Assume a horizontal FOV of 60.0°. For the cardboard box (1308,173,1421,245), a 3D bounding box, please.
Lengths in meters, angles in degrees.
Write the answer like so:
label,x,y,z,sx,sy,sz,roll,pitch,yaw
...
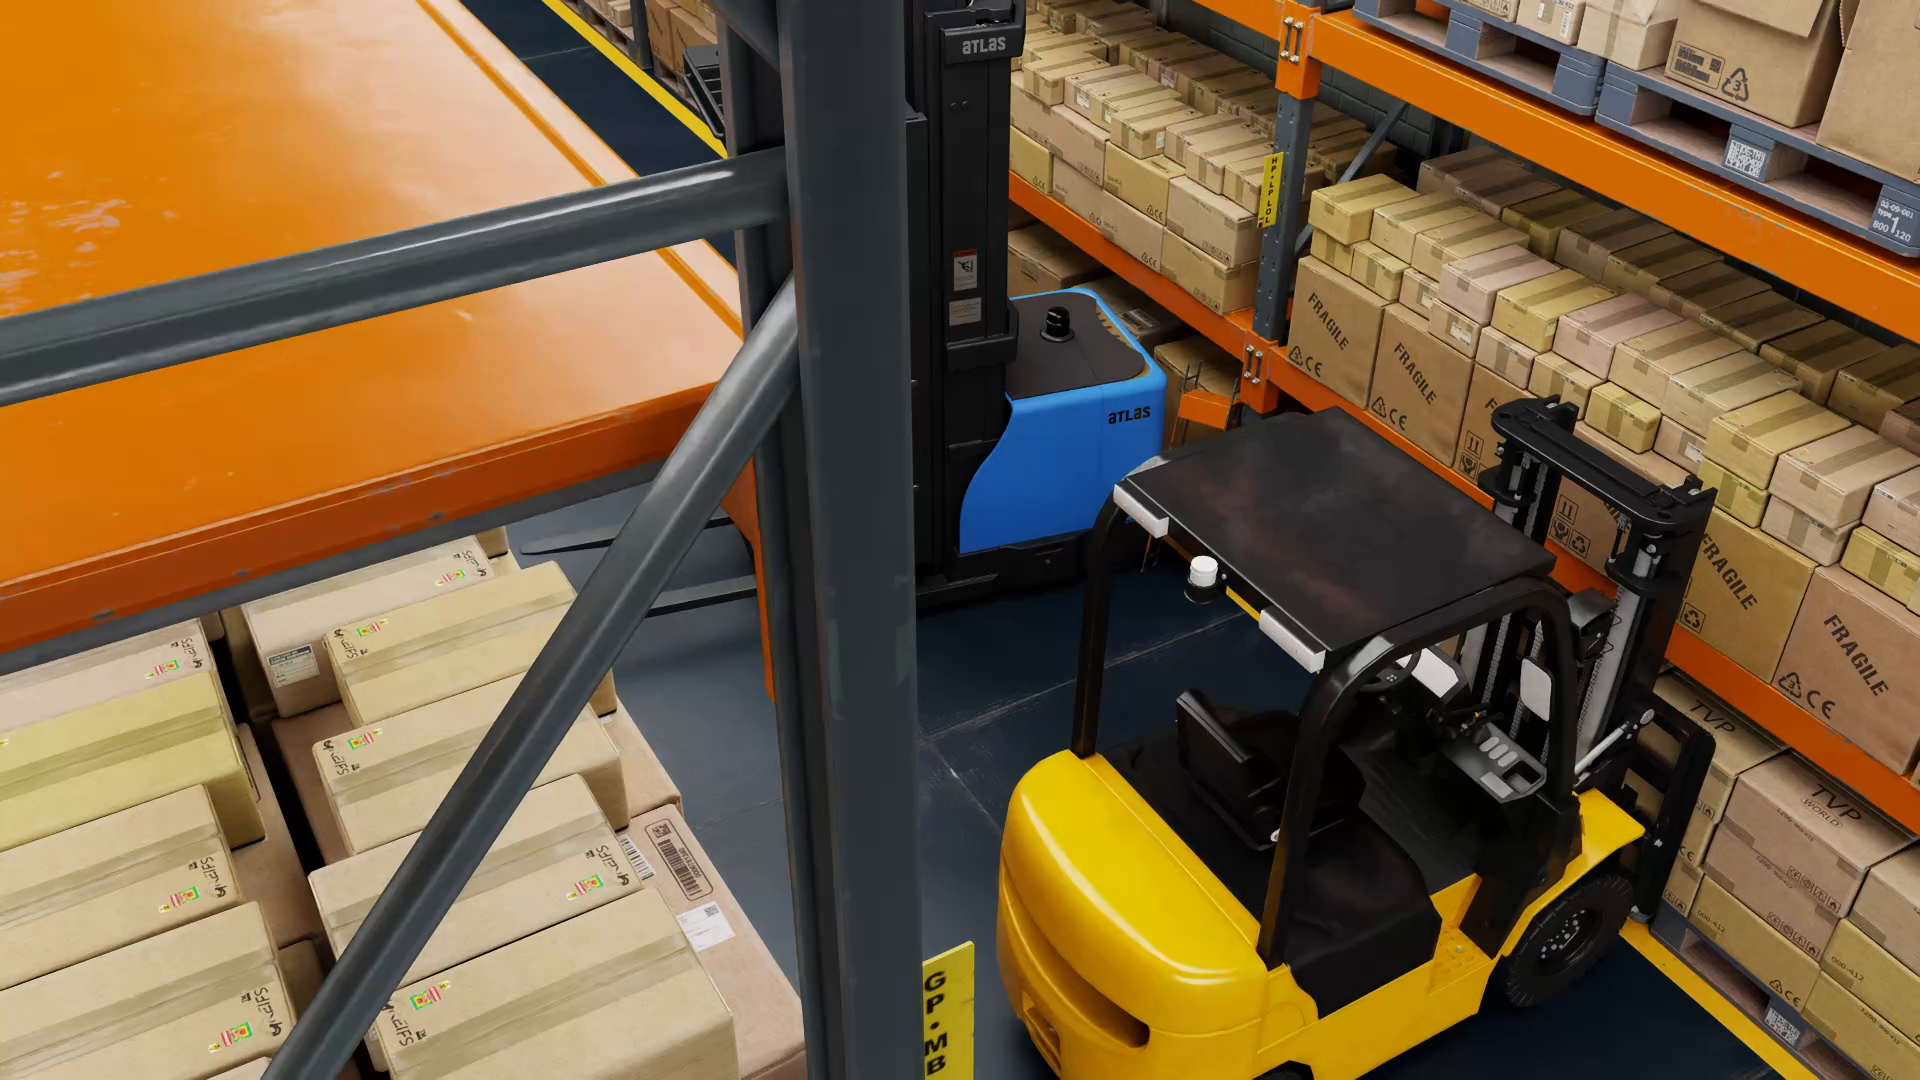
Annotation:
label,x,y,z,sx,sy,sz,roll,pitch,yaw
cardboard box,1.686,-1.383,6.940,0.380,0.149,0.250,-18,40,-23

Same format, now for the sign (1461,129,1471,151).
label,x,y,z,sx,sy,sz,roll,pitch,yaw
sign,2.261,-1.758,7.539,0.100,0.325,0.005,-19,40,-24

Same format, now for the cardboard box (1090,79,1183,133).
label,x,y,z,sx,sy,sz,roll,pitch,yaw
cardboard box,0.872,-2.135,8.223,0.380,0.149,0.250,-20,41,-25

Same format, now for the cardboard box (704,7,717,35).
label,x,y,z,sx,sy,sz,roll,pitch,yaw
cardboard box,-1.699,-3.931,12.529,0.380,0.149,0.250,-19,40,-24

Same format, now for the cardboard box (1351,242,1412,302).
label,x,y,z,sx,sy,sz,roll,pitch,yaw
cardboard box,1.846,-1.141,6.862,0.380,0.149,0.250,-18,40,-23

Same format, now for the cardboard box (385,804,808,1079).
label,x,y,z,sx,sy,sz,roll,pitch,yaw
cardboard box,-0.520,0.696,2.313,0.500,0.250,0.500,-20,40,-25

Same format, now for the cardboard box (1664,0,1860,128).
label,x,y,z,sx,sy,sz,roll,pitch,yaw
cardboard box,2.670,-1.649,5.120,0.797,0.503,0.637,-18,40,-22

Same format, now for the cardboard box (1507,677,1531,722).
label,x,y,z,sx,sy,sz,roll,pitch,yaw
cardboard box,2.509,0.640,6.609,0.500,0.250,0.500,-19,40,-24

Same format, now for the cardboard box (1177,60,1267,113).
label,x,y,z,sx,sy,sz,roll,pitch,yaw
cardboard box,1.328,-2.294,8.441,0.380,0.149,0.250,-19,40,-24

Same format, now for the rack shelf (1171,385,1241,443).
label,x,y,z,sx,sy,sz,roll,pitch,yaw
rack shelf,1.179,-0.571,7.921,0.240,0.259,0.215,18,19,23

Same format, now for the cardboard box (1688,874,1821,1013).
label,x,y,z,sx,sy,sz,roll,pitch,yaw
cardboard box,3.041,1.368,6.037,0.500,0.250,0.500,-19,40,-24

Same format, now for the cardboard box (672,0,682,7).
label,x,y,z,sx,sy,sz,roll,pitch,yaw
cardboard box,-2.081,-4.332,13.079,0.380,0.149,0.250,-20,41,-25

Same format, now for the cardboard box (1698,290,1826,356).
label,x,y,z,sx,sy,sz,roll,pitch,yaw
cardboard box,2.920,-0.759,6.086,0.380,0.149,0.250,-18,40,-23

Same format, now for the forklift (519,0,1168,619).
label,x,y,z,sx,sy,sz,roll,pitch,yaw
forklift,-0.592,-1.067,7.453,3.031,2.935,1.130,-11,38,-15

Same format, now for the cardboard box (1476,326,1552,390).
label,x,y,z,sx,sy,sz,roll,pitch,yaw
cardboard box,2.192,-0.734,6.305,0.380,0.149,0.250,-19,40,-24

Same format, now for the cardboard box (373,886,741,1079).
label,x,y,z,sx,sy,sz,roll,pitch,yaw
cardboard box,-0.500,0.628,2.068,0.380,0.149,0.250,-19,40,-24

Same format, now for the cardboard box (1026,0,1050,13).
label,x,y,z,sx,sy,sz,roll,pitch,yaw
cardboard box,0.600,-3.092,9.533,0.380,0.149,0.250,-20,41,-25

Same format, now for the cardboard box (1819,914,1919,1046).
label,x,y,z,sx,sy,sz,roll,pitch,yaw
cardboard box,3.277,1.412,5.552,0.500,0.250,0.500,-19,40,-24

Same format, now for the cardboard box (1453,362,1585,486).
label,x,y,z,sx,sy,sz,roll,pitch,yaw
cardboard box,2.311,-0.429,6.437,0.500,0.500,0.500,-19,40,-24

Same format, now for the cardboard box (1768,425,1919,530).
label,x,y,z,sx,sy,sz,roll,pitch,yaw
cardboard box,2.836,-0.204,5.327,0.380,0.149,0.250,-18,40,-23

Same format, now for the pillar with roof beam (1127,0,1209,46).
label,x,y,z,sx,sy,sz,roll,pitch,yaw
pillar with roof beam,-2.515,-4.000,6.324,9.100,9.000,0.400,-19,40,-24

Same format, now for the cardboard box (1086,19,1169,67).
label,x,y,z,sx,sy,sz,roll,pitch,yaw
cardboard box,0.899,-2.670,8.955,0.380,0.149,0.250,-18,40,-23

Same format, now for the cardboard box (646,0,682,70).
label,x,y,z,sx,sy,sz,roll,pitch,yaw
cardboard box,-2.189,-4.137,13.362,0.500,0.500,0.500,-17,39,-22

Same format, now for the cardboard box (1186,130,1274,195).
label,x,y,z,sx,sy,sz,roll,pitch,yaw
cardboard box,1.273,-1.748,7.692,0.380,0.149,0.250,-20,40,-25

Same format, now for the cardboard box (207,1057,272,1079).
label,x,y,z,sx,sy,sz,roll,pitch,yaw
cardboard box,-0.923,0.785,1.853,0.380,0.149,0.250,-19,40,-24

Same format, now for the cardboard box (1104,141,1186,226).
label,x,y,z,sx,sy,sz,roll,pitch,yaw
cardboard box,1.050,-1.787,8.084,0.500,0.250,0.500,-20,41,-25

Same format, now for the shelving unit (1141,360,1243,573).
label,x,y,z,sx,sy,sz,roll,pitch,yaw
shelving unit,1.131,-0.315,8.004,0.252,1.050,0.215,18,19,23

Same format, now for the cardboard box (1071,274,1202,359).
label,x,y,z,sx,sy,sz,roll,pitch,yaw
cardboard box,1.127,-1.082,9.073,0.875,0.625,0.625,-19,40,-24

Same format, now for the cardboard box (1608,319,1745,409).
label,x,y,z,sx,sy,sz,roll,pitch,yaw
cardboard box,2.542,-0.627,5.906,0.380,0.149,0.250,-19,40,-24

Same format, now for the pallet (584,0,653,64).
label,x,y,z,sx,sy,sz,roll,pitch,yaw
pallet,-2.581,-4.515,14.480,1.003,0.211,1.213,-19,40,-24

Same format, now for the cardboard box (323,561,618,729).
label,x,y,z,sx,sy,sz,roll,pitch,yaw
cardboard box,-0.775,0.209,2.642,0.380,0.149,0.250,-19,40,-24

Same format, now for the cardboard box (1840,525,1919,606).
label,x,y,z,sx,sy,sz,roll,pitch,yaw
cardboard box,3.029,0.031,5.257,0.380,0.149,0.250,-19,40,-24

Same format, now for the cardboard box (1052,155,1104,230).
label,x,y,z,sx,sy,sz,roll,pitch,yaw
cardboard box,0.822,-1.847,8.590,0.500,0.250,0.500,-19,40,-24

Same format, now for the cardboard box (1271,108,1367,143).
label,x,y,z,sx,sy,sz,roll,pitch,yaw
cardboard box,1.702,-1.908,7.912,0.380,0.149,0.250,-20,41,-25

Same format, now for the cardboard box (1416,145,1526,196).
label,x,y,z,sx,sy,sz,roll,pitch,yaw
cardboard box,2.204,-1.560,7.183,0.380,0.149,0.250,-19,40,-24

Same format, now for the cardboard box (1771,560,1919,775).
label,x,y,z,sx,sy,sz,roll,pitch,yaw
cardboard box,3.065,0.348,5.373,0.500,0.500,0.500,-18,40,-23

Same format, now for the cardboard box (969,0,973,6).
label,x,y,z,sx,sy,sz,roll,pitch,yaw
cardboard box,0.107,-2.914,9.290,0.380,0.149,0.250,-18,40,-23

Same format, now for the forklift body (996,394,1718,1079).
label,x,y,z,sx,sy,sz,roll,pitch,yaw
forklift body,1.262,0.745,5.633,2.313,2.155,1.214,-19,40,-24

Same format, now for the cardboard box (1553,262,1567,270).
label,x,y,z,sx,sy,sz,roll,pitch,yaw
cardboard box,2.611,-1.050,6.737,0.380,0.149,0.250,-19,40,-24

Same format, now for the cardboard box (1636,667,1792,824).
label,x,y,z,sx,sy,sz,roll,pitch,yaw
cardboard box,2.767,0.711,6.089,0.500,0.250,0.500,-18,40,-23

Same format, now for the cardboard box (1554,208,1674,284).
label,x,y,z,sx,sy,sz,roll,pitch,yaw
cardboard box,2.618,-1.180,6.662,0.380,0.149,0.250,-20,41,-25

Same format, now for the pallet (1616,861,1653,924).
label,x,y,z,sx,sy,sz,roll,pitch,yaw
pallet,2.763,0.956,6.989,1.003,0.211,1.213,-19,40,-24

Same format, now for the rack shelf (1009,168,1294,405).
label,x,y,z,sx,sy,sz,roll,pitch,yaw
rack shelf,0.777,-1.940,9.200,1.077,0.370,4.000,-19,40,-24

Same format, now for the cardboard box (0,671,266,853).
label,x,y,z,sx,sy,sz,roll,pitch,yaw
cardboard box,-1.247,0.373,2.417,0.380,0.149,0.250,-19,40,-24

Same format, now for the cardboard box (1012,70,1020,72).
label,x,y,z,sx,sy,sz,roll,pitch,yaw
cardboard box,0.282,-2.565,9.150,0.500,0.250,0.500,-20,41,-25

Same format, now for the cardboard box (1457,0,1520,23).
label,x,y,z,sx,sy,sz,roll,pitch,yaw
cardboard box,1.989,-2.100,5.900,0.500,0.311,0.500,-18,40,-23

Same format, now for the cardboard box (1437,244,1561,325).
label,x,y,z,sx,sy,sz,roll,pitch,yaw
cardboard box,2.072,-0.987,6.398,0.380,0.149,0.250,-18,40,-23

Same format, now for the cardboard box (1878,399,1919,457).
label,x,y,z,sx,sy,sz,roll,pitch,yaw
cardboard box,3.295,-0.359,5.539,0.380,0.149,0.250,-18,40,-23

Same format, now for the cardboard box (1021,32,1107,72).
label,x,y,z,sx,sy,sz,roll,pitch,yaw
cardboard box,0.550,-2.544,8.783,0.380,0.149,0.250,-19,40,-24

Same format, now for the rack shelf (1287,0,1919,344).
label,x,y,z,sx,sy,sz,roll,pitch,yaw
rack shelf,2.787,-1.112,5.523,1.077,0.370,4.000,-19,40,-24

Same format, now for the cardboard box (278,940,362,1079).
label,x,y,z,sx,sy,sz,roll,pitch,yaw
cardboard box,-0.988,0.850,2.102,0.500,0.250,0.500,-19,40,-24

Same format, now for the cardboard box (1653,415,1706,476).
label,x,y,z,sx,sy,sz,roll,pitch,yaw
cardboard box,2.662,-0.368,5.803,0.380,0.149,0.250,-19,40,-24
